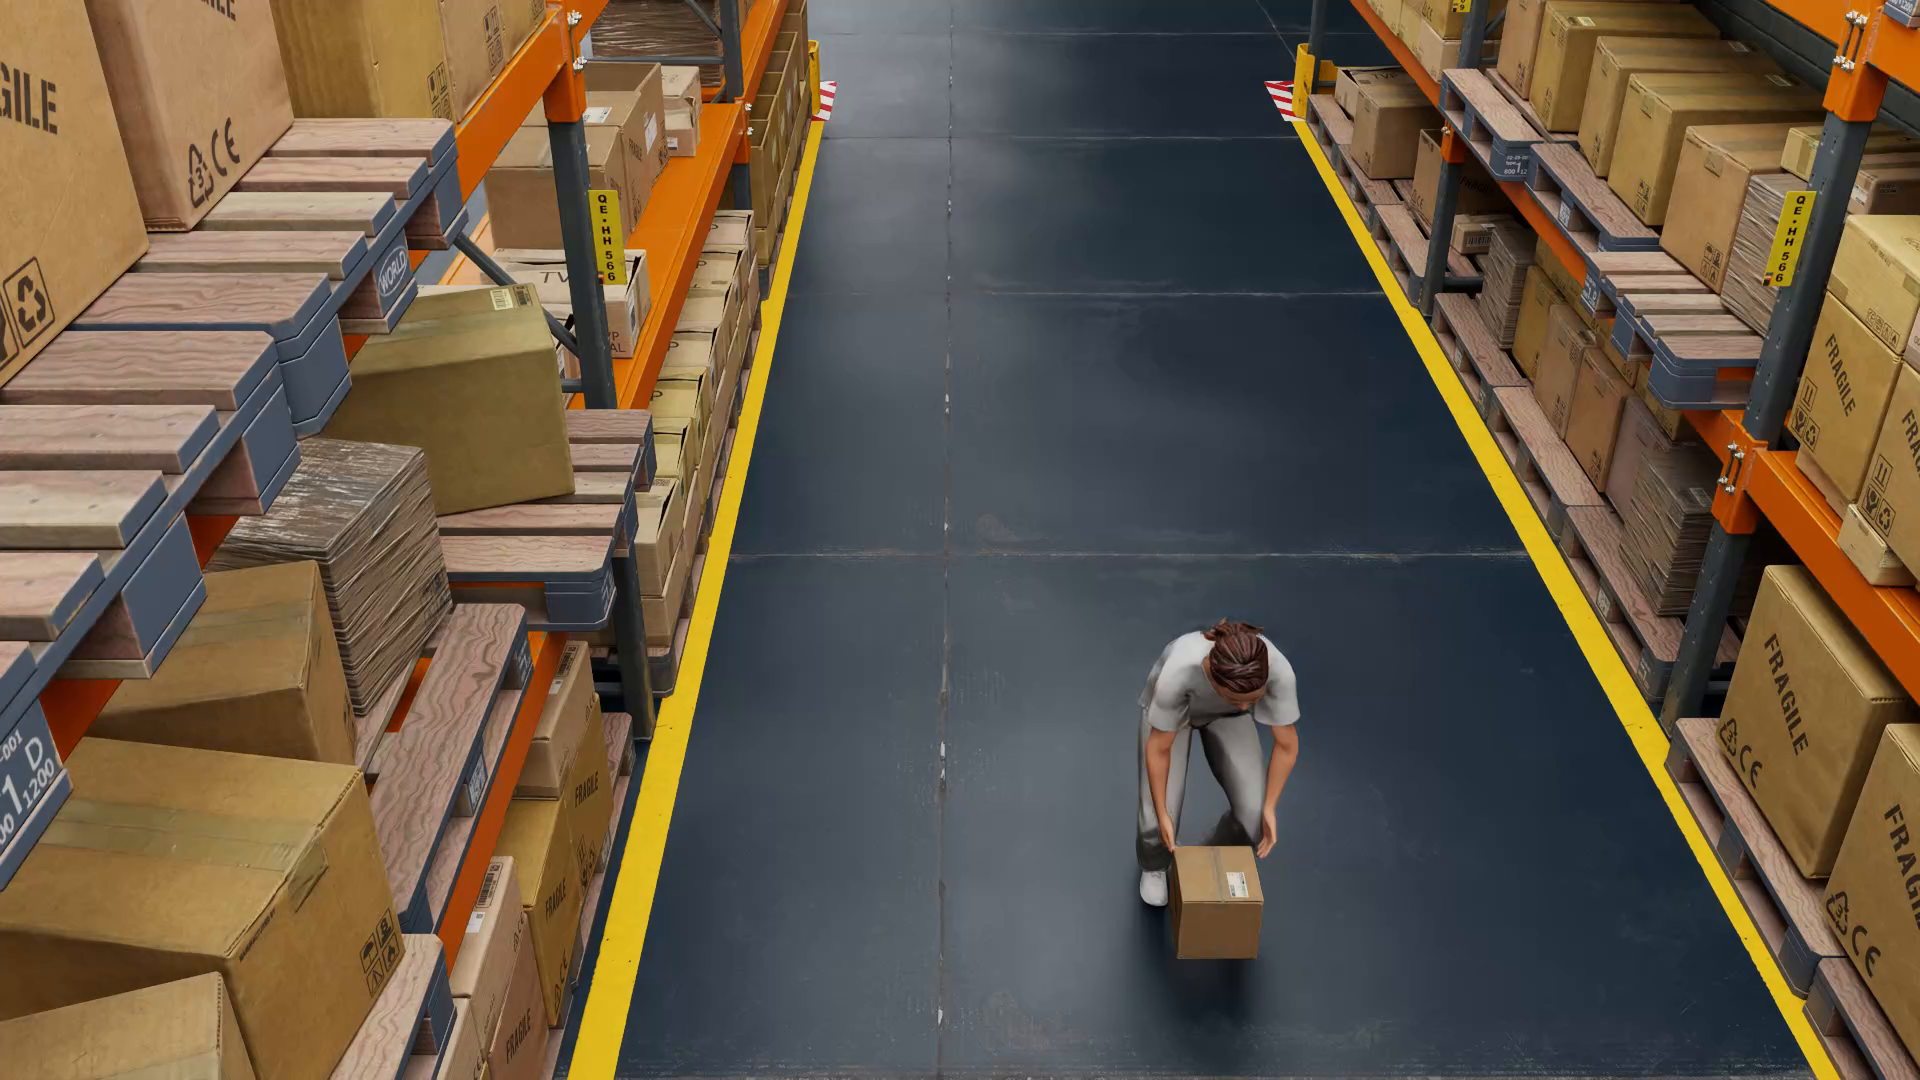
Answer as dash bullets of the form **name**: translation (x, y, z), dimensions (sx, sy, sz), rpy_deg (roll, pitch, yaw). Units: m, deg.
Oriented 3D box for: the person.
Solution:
- **person**: translation (0.827, 0.689, 5.428), dimensions (0.494, 1.249, 0.705), rpy_deg (0, 32, 0)
